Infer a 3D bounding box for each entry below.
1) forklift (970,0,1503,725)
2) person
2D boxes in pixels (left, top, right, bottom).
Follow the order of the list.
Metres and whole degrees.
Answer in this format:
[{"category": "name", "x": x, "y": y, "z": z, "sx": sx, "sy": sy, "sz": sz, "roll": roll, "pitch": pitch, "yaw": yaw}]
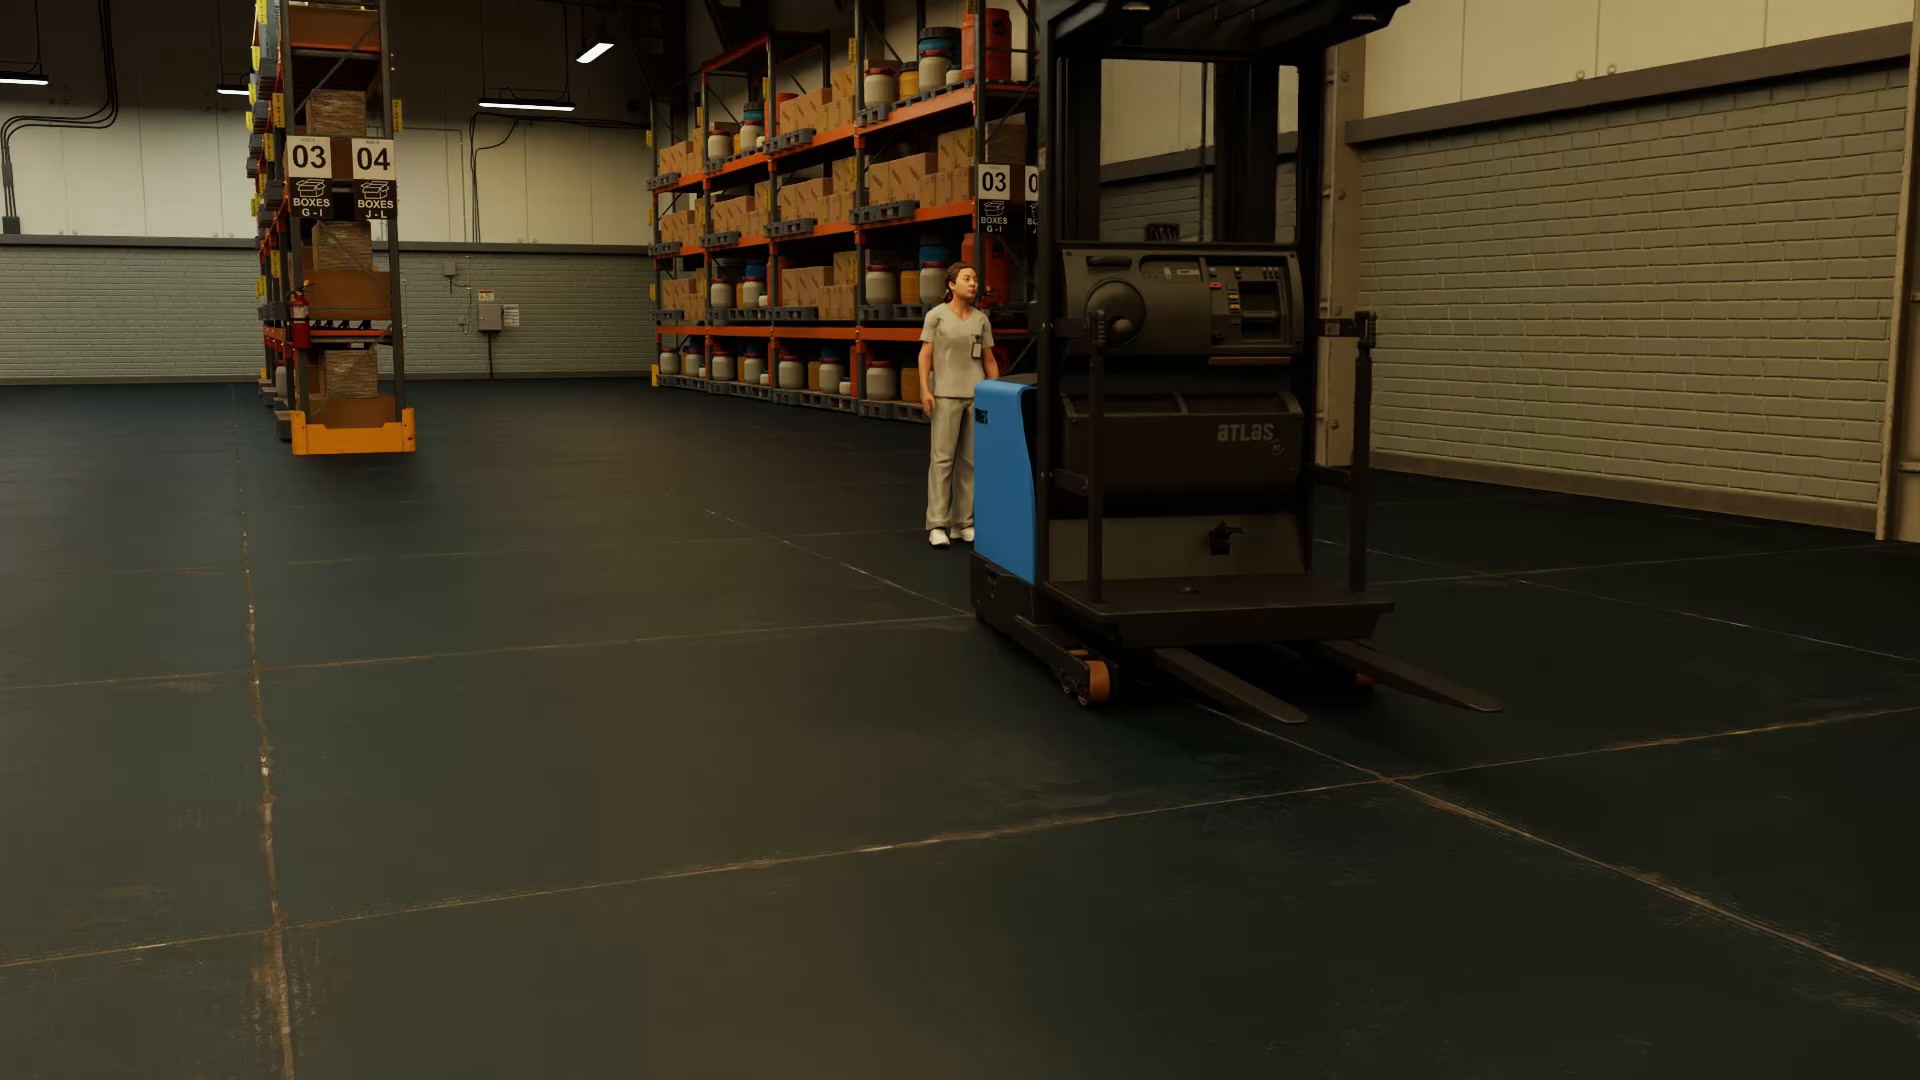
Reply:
[{"category": "forklift", "x": 0.884, "y": -0.929, "z": 5.982, "sx": 1.130, "sy": 2.935, "sz": 3.031, "roll": -2, "pitch": 8, "yaw": -13}, {"category": "person", "x": 0.017, "y": -0.828, "z": 9.971, "sx": 0.549, "sy": 1.675, "sz": 0.549, "roll": -3, "pitch": 8, "yaw": -23}]
